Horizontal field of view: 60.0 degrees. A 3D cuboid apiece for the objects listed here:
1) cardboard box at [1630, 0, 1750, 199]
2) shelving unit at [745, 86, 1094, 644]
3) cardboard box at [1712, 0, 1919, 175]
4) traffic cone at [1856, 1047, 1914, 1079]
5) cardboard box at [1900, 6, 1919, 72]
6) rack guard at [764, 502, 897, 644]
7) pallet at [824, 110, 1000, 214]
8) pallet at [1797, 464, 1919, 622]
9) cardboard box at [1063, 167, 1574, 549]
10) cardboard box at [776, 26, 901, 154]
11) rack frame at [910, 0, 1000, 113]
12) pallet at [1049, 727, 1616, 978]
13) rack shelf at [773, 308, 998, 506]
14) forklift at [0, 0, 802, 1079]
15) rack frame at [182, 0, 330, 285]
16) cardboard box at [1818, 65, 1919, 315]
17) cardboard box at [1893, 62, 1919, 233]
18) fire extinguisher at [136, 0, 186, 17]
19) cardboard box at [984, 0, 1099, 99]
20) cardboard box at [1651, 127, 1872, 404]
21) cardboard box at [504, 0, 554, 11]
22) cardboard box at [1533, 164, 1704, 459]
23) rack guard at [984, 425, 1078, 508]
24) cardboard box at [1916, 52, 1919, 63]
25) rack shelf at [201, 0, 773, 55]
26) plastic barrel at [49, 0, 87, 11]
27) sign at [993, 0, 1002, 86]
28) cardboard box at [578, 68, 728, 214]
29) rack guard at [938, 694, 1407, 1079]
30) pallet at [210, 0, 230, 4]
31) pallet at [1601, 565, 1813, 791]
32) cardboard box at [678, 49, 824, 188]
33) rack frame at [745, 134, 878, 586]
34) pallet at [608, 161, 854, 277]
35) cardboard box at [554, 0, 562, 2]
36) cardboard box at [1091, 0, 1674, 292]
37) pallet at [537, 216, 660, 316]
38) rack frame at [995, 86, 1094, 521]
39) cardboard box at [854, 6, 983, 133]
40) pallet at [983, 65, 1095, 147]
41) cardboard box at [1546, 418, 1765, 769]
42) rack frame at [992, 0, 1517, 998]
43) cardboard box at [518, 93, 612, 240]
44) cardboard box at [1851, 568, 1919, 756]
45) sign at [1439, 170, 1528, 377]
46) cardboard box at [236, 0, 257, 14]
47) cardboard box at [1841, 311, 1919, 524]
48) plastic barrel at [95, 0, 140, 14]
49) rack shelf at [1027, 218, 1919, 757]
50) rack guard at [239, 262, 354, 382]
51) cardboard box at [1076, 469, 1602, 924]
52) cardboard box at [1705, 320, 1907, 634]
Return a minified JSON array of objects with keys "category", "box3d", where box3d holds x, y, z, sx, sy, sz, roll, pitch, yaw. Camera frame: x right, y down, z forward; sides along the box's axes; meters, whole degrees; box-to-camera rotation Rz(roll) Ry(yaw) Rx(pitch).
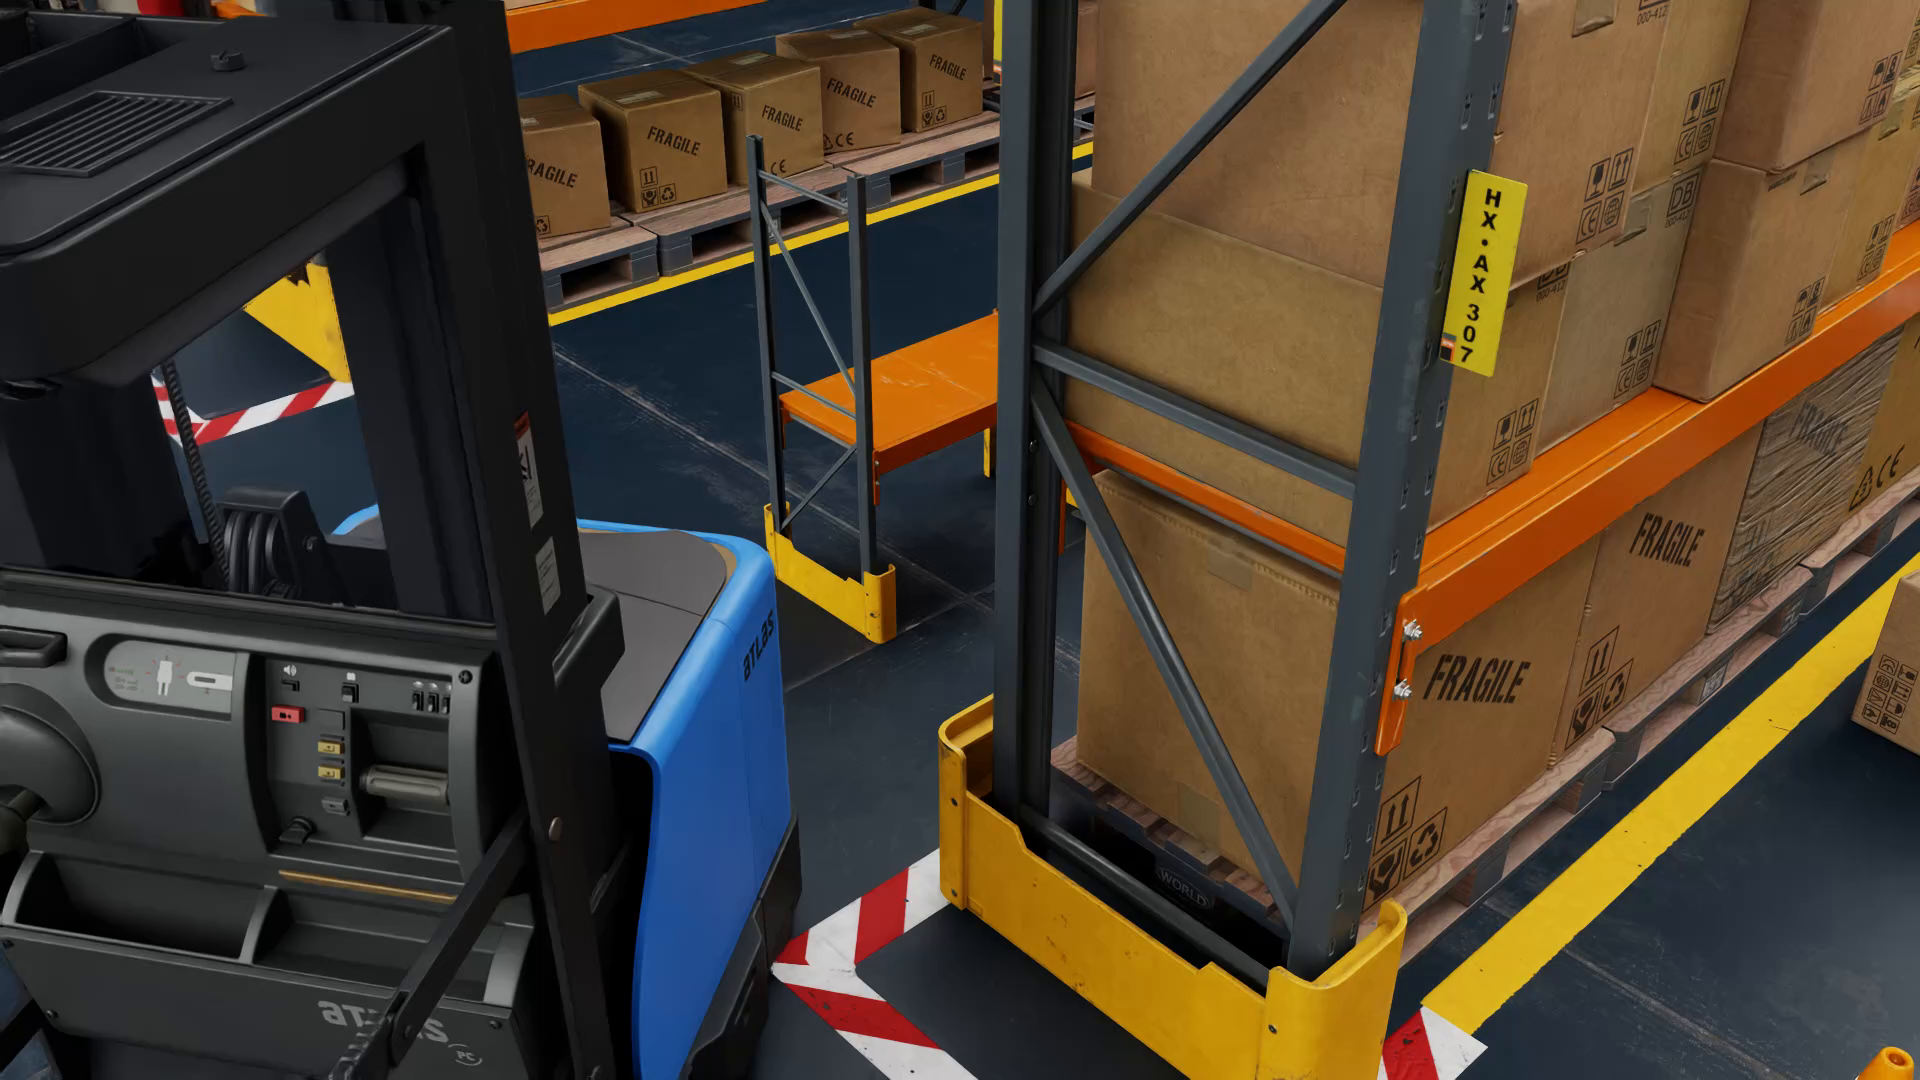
[{"category":"cardboard box","box3d":[1.101,-1.107,3.506,0.550,0.550,0.875,-26,40,-35]},{"category":"shelving unit","box3d":[-0.056,-0.613,5.315,1.083,1.500,0.587,-26,40,-35]},{"category":"cardboard box","box3d":[1.604,-1.253,3.745,0.550,0.550,0.875,-26,40,-35]},{"category":"traffic cone","box3d":[1.817,1.202,3.340,0.334,0.463,0.336,-26,40,-35]},{"category":"cardboard box","box3d":[1.904,-1.491,4.134,0.500,0.550,0.875,-26,40,-35]},{"category":"rack guard","box3d":[-0.421,0.097,5.352,0.087,0.250,0.587,-26,40,-35]},{"category":"pallet","box3d":[-0.372,-2.145,9.056,1.213,0.211,1.003,-26,40,-35]},{"category":"pallet","box3d":[2.784,-0.224,5.914,1.213,0.211,1.003,-26,40,-35]},{"category":"cardboard box","box3d":[0.703,-0.448,3.463,0.550,0.550,0.875,-26,40,-35]},{"category":"cardboard box","box3d":[-0.639,-2.367,8.739,0.500,0.500,0.500,-13,34,-21]},{"category":"rack frame","box3d":[0.097,-3.587,8.740,0.127,3.000,1.000,-26,40,-35]},{"category":"pallet","box3d":[0.995,0.641,4.499,1.213,0.211,1.003,-26,40,-35]},{"category":"rack shelf","box3d":[-0.063,-0.456,5.403,1.000,0.185,0.538,-26,40,-35]},{"category":"forklift","box3d":[-1.194,0.364,2.345,1.130,2.935,3.031,6,32,10]},{"category":"rack frame","box3d":[-2.836,-2.168,6.420,0.127,3.000,1.000,-26,40,-35]},{"category":"cardboard box","box3d":[1.948,-1.006,4.375,0.500,0.550,0.875,-26,40,-35]},{"category":"cardboard box","box3d":[2.269,-1.232,4.746,0.550,0.550,0.875,-26,40,-35]},{"category":"fire extinguisher","box3d":[-3.234,-2.271,6.662,0.183,0.674,0.296,-26,40,-35]},{"category":"cardboard box","box3d":[0.562,-2.918,9.621,0.700,0.500,0.500,26,40,35]},{"category":"cardboard box","box3d":[1.588,-0.802,4.042,0.550,0.550,0.875,-26,40,-35]},{"category":"cardboard box","box3d":[-1.906,-2.332,6.929,0.250,0.149,0.380,-26,40,-35]},{"category":"cardboard box","box3d":[1.092,-0.651,3.796,0.550,0.550,0.875,-26,40,-35]},{"category":"rack guard","box3d":[0.309,-0.256,5.929,0.087,0.250,0.587,-26,40,-35]},{"category":"cardboard box","box3d":[2.287,-1.682,4.447,0.550,0.550,0.875,-26,40,-35]},{"category":"rack shelf","box3d":[-1.370,-2.571,7.768,4.000,0.370,1.077,-26,40,-35]},{"category":"plastic barrel","box3d":[-5.773,-3.443,10.488,0.421,0.512,0.421,0,31,0]},{"category":"sign","box3d":[0.103,-1.042,3.242,0.005,0.325,0.100,-26,40,-35]},{"category":"cardboard box","box3d":[-1.480,-1.936,8.034,0.500,0.500,0.500,-22,38,-31]},{"category":"rack guard","box3d":[0.444,0.840,3.897,0.348,0.500,1.175,-26,40,-35]},{"category":"pallet","box3d":[-4.687,-3.635,11.492,1.213,0.211,1.003,-26,40,-35]},{"category":"pallet","box3d":[1.889,0.211,5.203,1.213,0.211,1.003,-26,40,-35]},{"category":"cardboard box","box3d":[-1.040,-2.117,8.330,0.500,0.500,0.500,25,39,35]},{"category":"rack frame","box3d":[-0.435,-0.429,5.014,0.032,1.500,0.500,-26,40,-35]},{"category":"pallet","box3d":[-1.267,-1.711,8.345,1.213,0.211,1.003,-26,40,-35]},{"category":"cardboard box","box3d":[-1.718,-2.418,7.069,0.250,0.149,0.380,-26,40,-35]},{"category":"cardboard box","box3d":[0.760,-0.876,3.129,0.550,0.550,0.875,-26,40,-35]},{"category":"pallet","box3d":[-2.161,-1.280,7.641,1.213,0.211,1.003,-26,40,-35]},{"category":"rack frame","box3d":[0.310,-0.790,5.604,0.032,1.500,0.500,-26,40,-35]},{"category":"cardboard box","box3d":[-0.224,-2.573,9.076,0.500,0.500,0.500,-27,41,-37]},{"category":"pallet","box3d":[0.667,-2.674,9.920,1.213,0.211,1.003,-26,40,-35]},{"category":"cardboard box","box3d":[1.558,-0.086,4.650,0.875,0.875,0.875,-27,40,-36]},{"category":"rack frame","box3d":[0.462,-0.235,3.259,0.127,3.000,1.000,-26,40,-35]},{"category":"cardboard box","box3d":[-1.952,-1.721,7.683,0.500,0.500,0.500,-15,35,-23]},{"category":"cardboard box","box3d":[2.955,0.355,4.688,0.500,0.500,0.500,-19,36,-28]},{"category":"sign","box3d":[0.835,-0.423,2.661,0.005,0.325,0.100,-26,40,-35]},{"category":"cardboard box","box3d":[-2.768,-2.241,6.780,0.250,0.149,0.380,-26,40,-35]},{"category":"cardboard box","box3d":[2.886,-0.730,5.703,0.875,0.875,0.875,-25,39,-35]},{"category":"plastic barrel","box3d":[-5.406,-3.621,10.779,0.421,0.512,0.421,0,31,0]},{"category":"rack shelf","box3d":[1.929,-0.637,4.606,4.000,0.370,1.077,-26,40,-35]},{"category":"rack guard","box3d":[-2.781,-1.129,7.116,0.348,0.500,1.175,-26,40,-35]},{"category":"cardboard box","box3d":[0.914,0.227,4.138,0.875,0.875,0.875,-26,40,-35]},{"category":"cardboard box","box3d":[2.228,-0.409,5.177,0.875,0.875,0.875,-25,40,-35]}]
